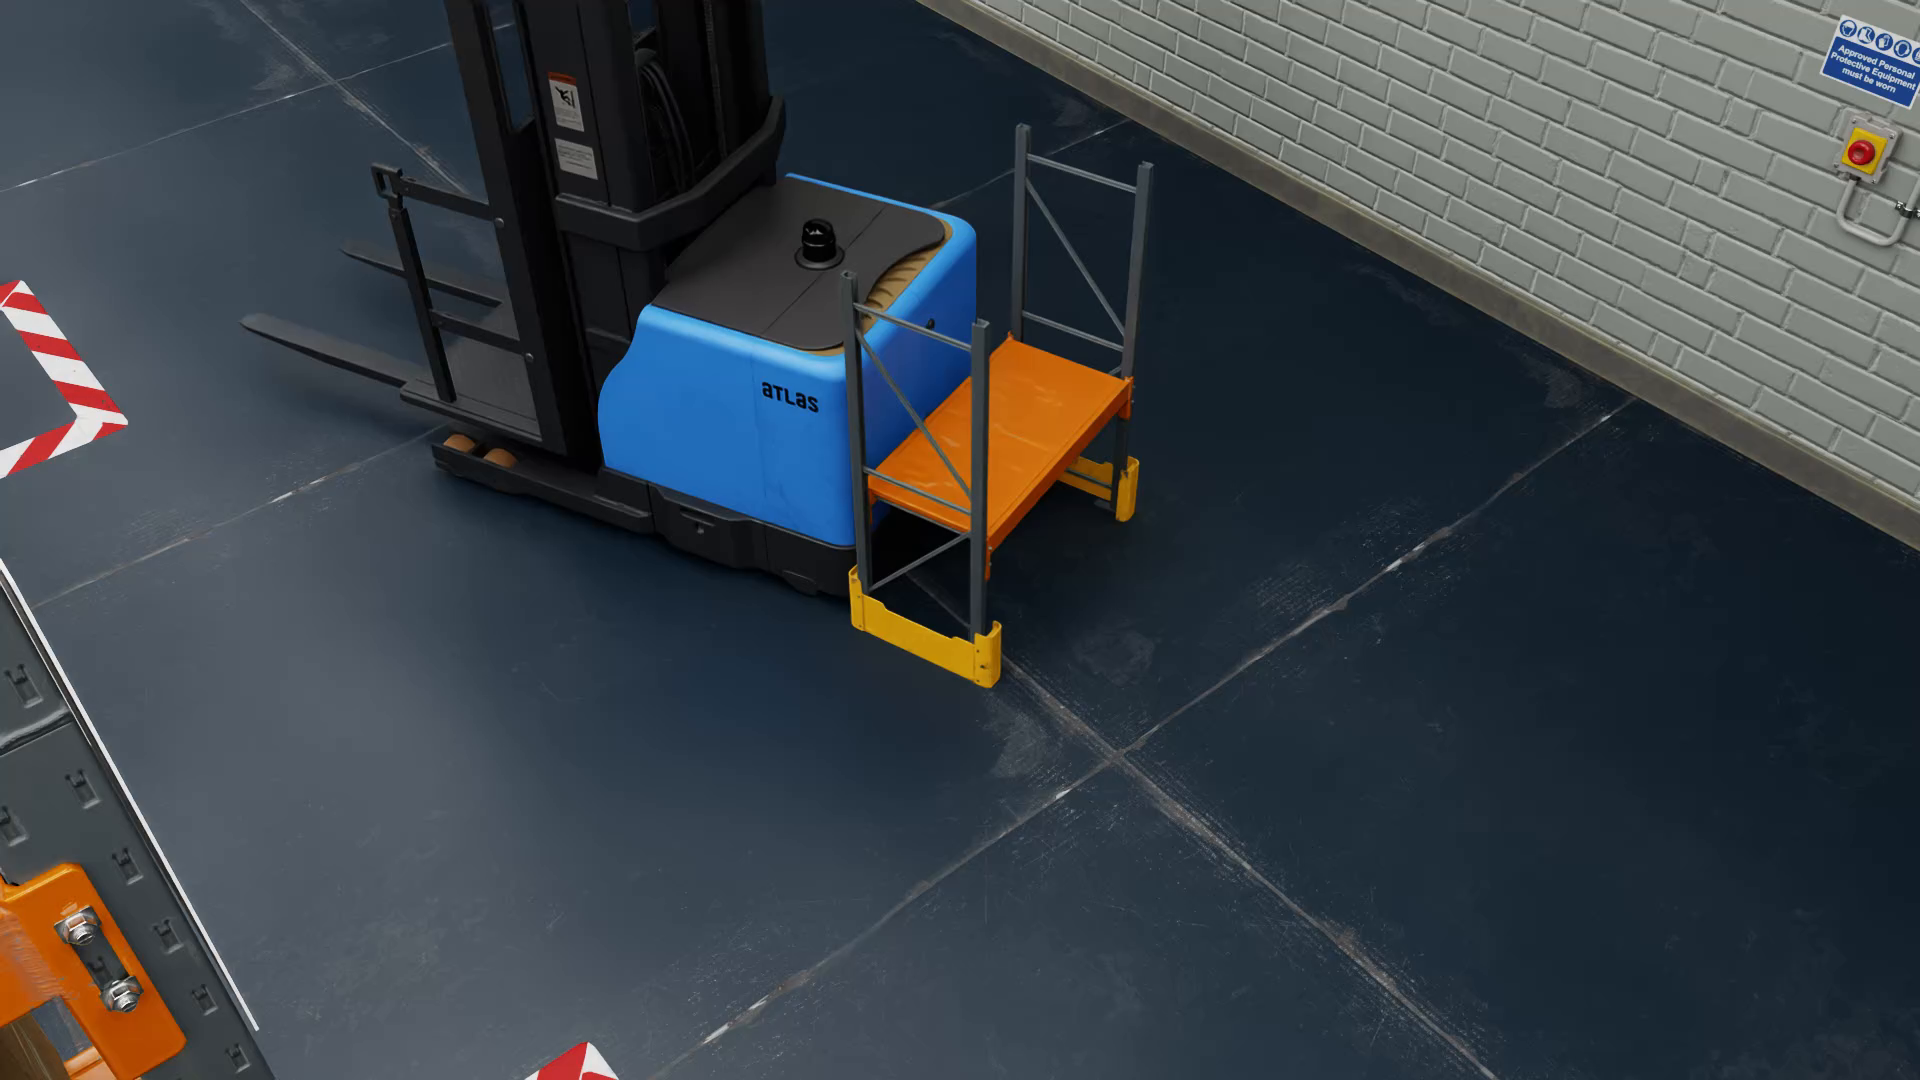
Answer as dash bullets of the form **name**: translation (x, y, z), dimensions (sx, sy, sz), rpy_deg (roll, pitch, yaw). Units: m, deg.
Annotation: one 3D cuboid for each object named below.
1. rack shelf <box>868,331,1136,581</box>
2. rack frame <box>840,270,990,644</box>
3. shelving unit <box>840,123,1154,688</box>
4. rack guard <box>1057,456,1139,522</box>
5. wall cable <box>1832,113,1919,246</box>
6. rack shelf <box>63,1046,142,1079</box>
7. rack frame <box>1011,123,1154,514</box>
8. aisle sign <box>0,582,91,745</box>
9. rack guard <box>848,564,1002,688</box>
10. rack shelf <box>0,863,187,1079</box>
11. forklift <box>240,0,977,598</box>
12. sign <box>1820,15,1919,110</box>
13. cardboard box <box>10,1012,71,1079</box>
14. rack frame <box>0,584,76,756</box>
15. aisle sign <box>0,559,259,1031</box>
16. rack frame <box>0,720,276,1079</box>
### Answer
- **rack shelf**: translation (0.135, -0.316, 5.753), dimensions (0.538, 0.185, 1.000), rpy_deg (23, 48, 23)
- **rack frame**: translation (-0.134, -0.152, 5.316), dimensions (0.500, 1.500, 0.032), rpy_deg (23, 48, 23)
- **shelving unit**: translation (0.140, -0.452, 5.636), dimensions (0.587, 1.500, 1.083), rpy_deg (23, 48, 23)
- **rack guard**: translation (0.404, -0.286, 6.371), dimensions (0.587, 0.250, 0.087), rpy_deg (23, 48, 23)
- **wall cable**: translation (3.050, -1.831, 5.244), dimensions (0.123, 1.953, 0.585), rpy_deg (-30, 51, -28)
- **rack shelf**: translation (-2.794, 2.180, 2.263), dimensions (4.000, 0.370, 1.077), rpy_deg (-30, 51, -28)
- **rack frame**: translation (0.405, -0.742, 5.944), dimensions (0.500, 1.500, 0.032), rpy_deg (23, 48, 23)
- **aisle sign**: translation (-1.391, -0.092, 2.258), dimensions (0.004, 0.787, 0.394), rpy_deg (-30, 51, -28)
- **rack guard**: translation (-0.124, 0.293, 5.756), dimensions (0.587, 0.250, 0.087), rpy_deg (23, 48, 23)
- **rack shelf**: translation (-2.794, 1.087, 1.236), dimensions (4.000, 0.370, 1.077), rpy_deg (-30, 51, -28)
- **forklift**: translation (-1.481, -1.562, 5.772), dimensions (3.031, 2.935, 1.130), rpy_deg (18, 46, 19)
- **sign**: translation (3.066, -1.600, 5.565), dimensions (0.001, 0.218, 0.327), rpy_deg (-30, 51, -28)
- **cardboard box**: translation (-1.812, 1.063, 2.854), dimensions (0.500, 0.500, 0.500), rpy_deg (-30, 51, -28)
- **rack frame**: translation (-1.260, -1.147, 0.898), dimensions (0.127, 3.000, 1.000), rpy_deg (-30, 51, -28)
- **aisle sign**: translation (-1.006, 0.223, 1.922), dimensions (0.004, 0.787, 0.394), rpy_deg (-30, 51, -28)
- **rack frame**: translation (-1.260, 1.040, 2.952), dimensions (0.127, 3.000, 1.000), rpy_deg (-30, 51, -28)
